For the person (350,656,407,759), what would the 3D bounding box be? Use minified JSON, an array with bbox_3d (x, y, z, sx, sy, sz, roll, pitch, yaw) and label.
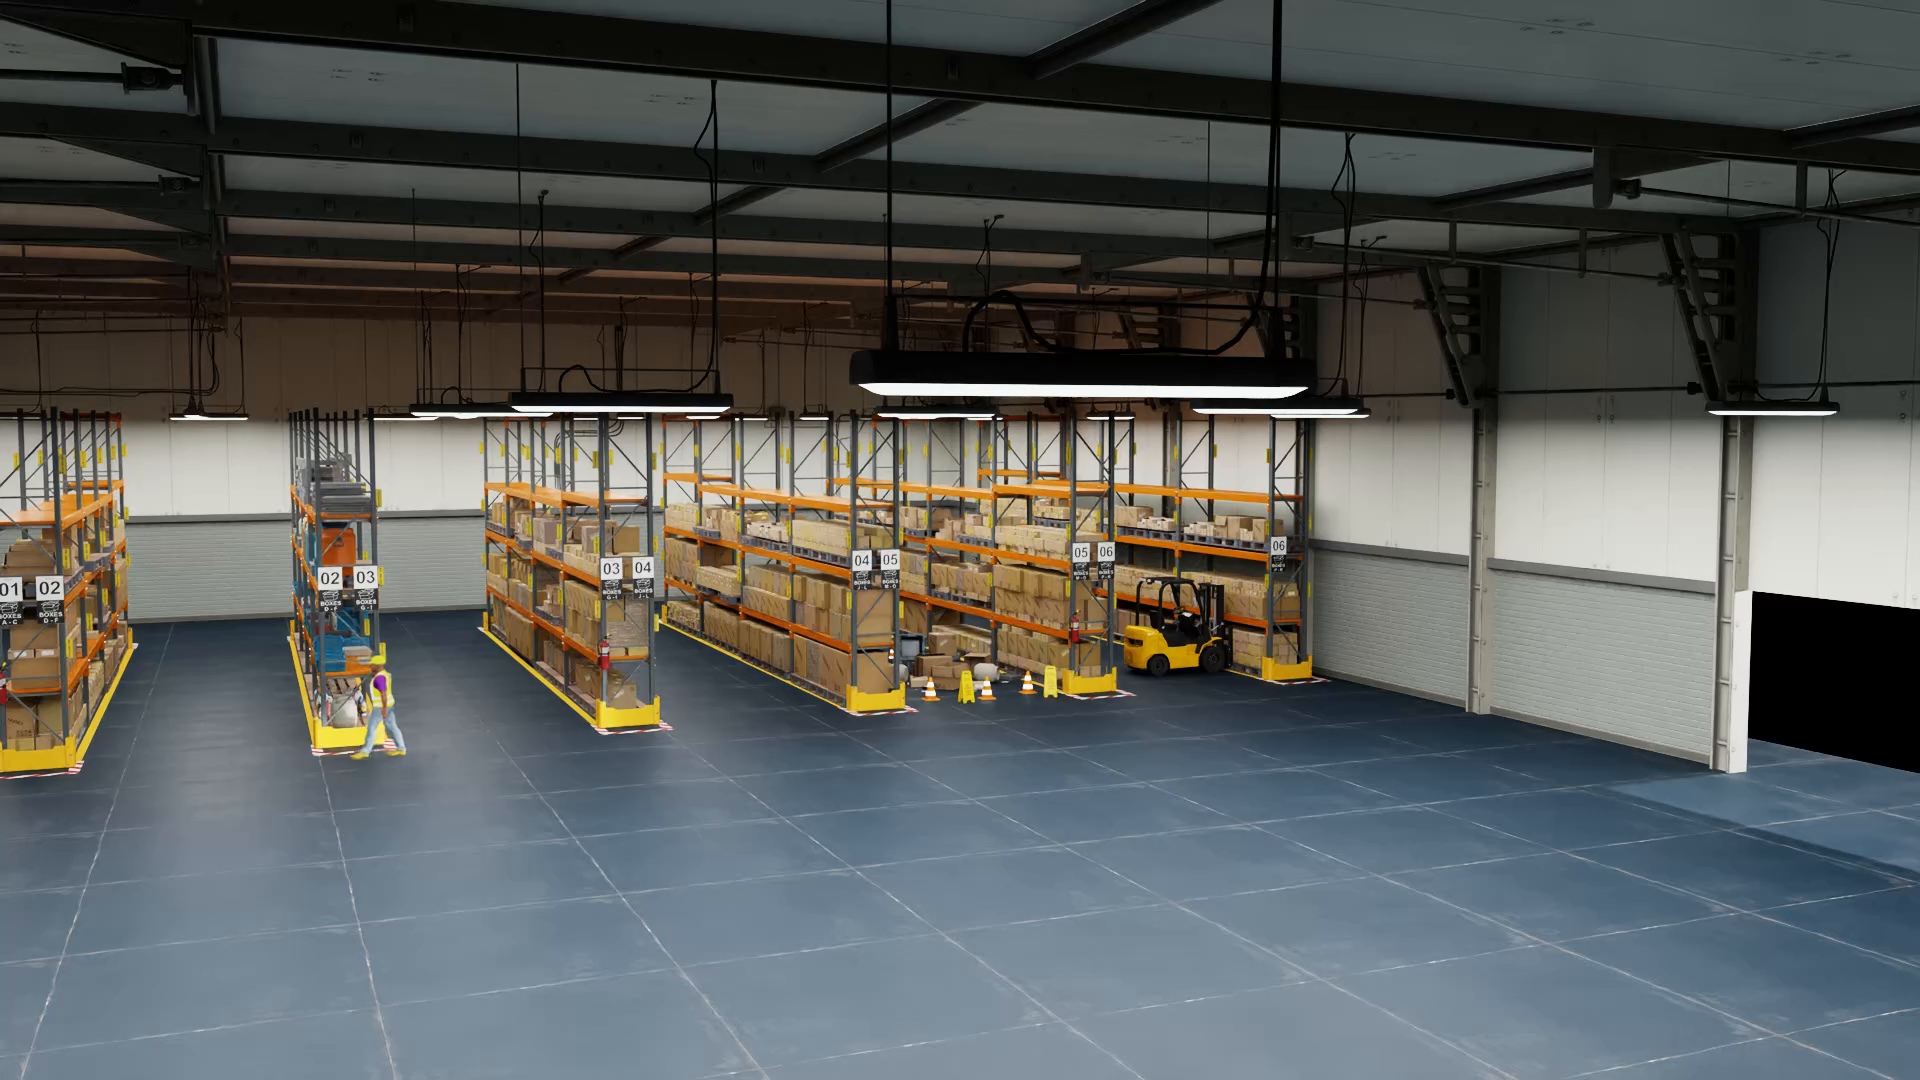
[{"bbox_3d":[-9.946,2.839,28.480,0.879,1.721,0.589,0,4,-2],"label":"person"}]
